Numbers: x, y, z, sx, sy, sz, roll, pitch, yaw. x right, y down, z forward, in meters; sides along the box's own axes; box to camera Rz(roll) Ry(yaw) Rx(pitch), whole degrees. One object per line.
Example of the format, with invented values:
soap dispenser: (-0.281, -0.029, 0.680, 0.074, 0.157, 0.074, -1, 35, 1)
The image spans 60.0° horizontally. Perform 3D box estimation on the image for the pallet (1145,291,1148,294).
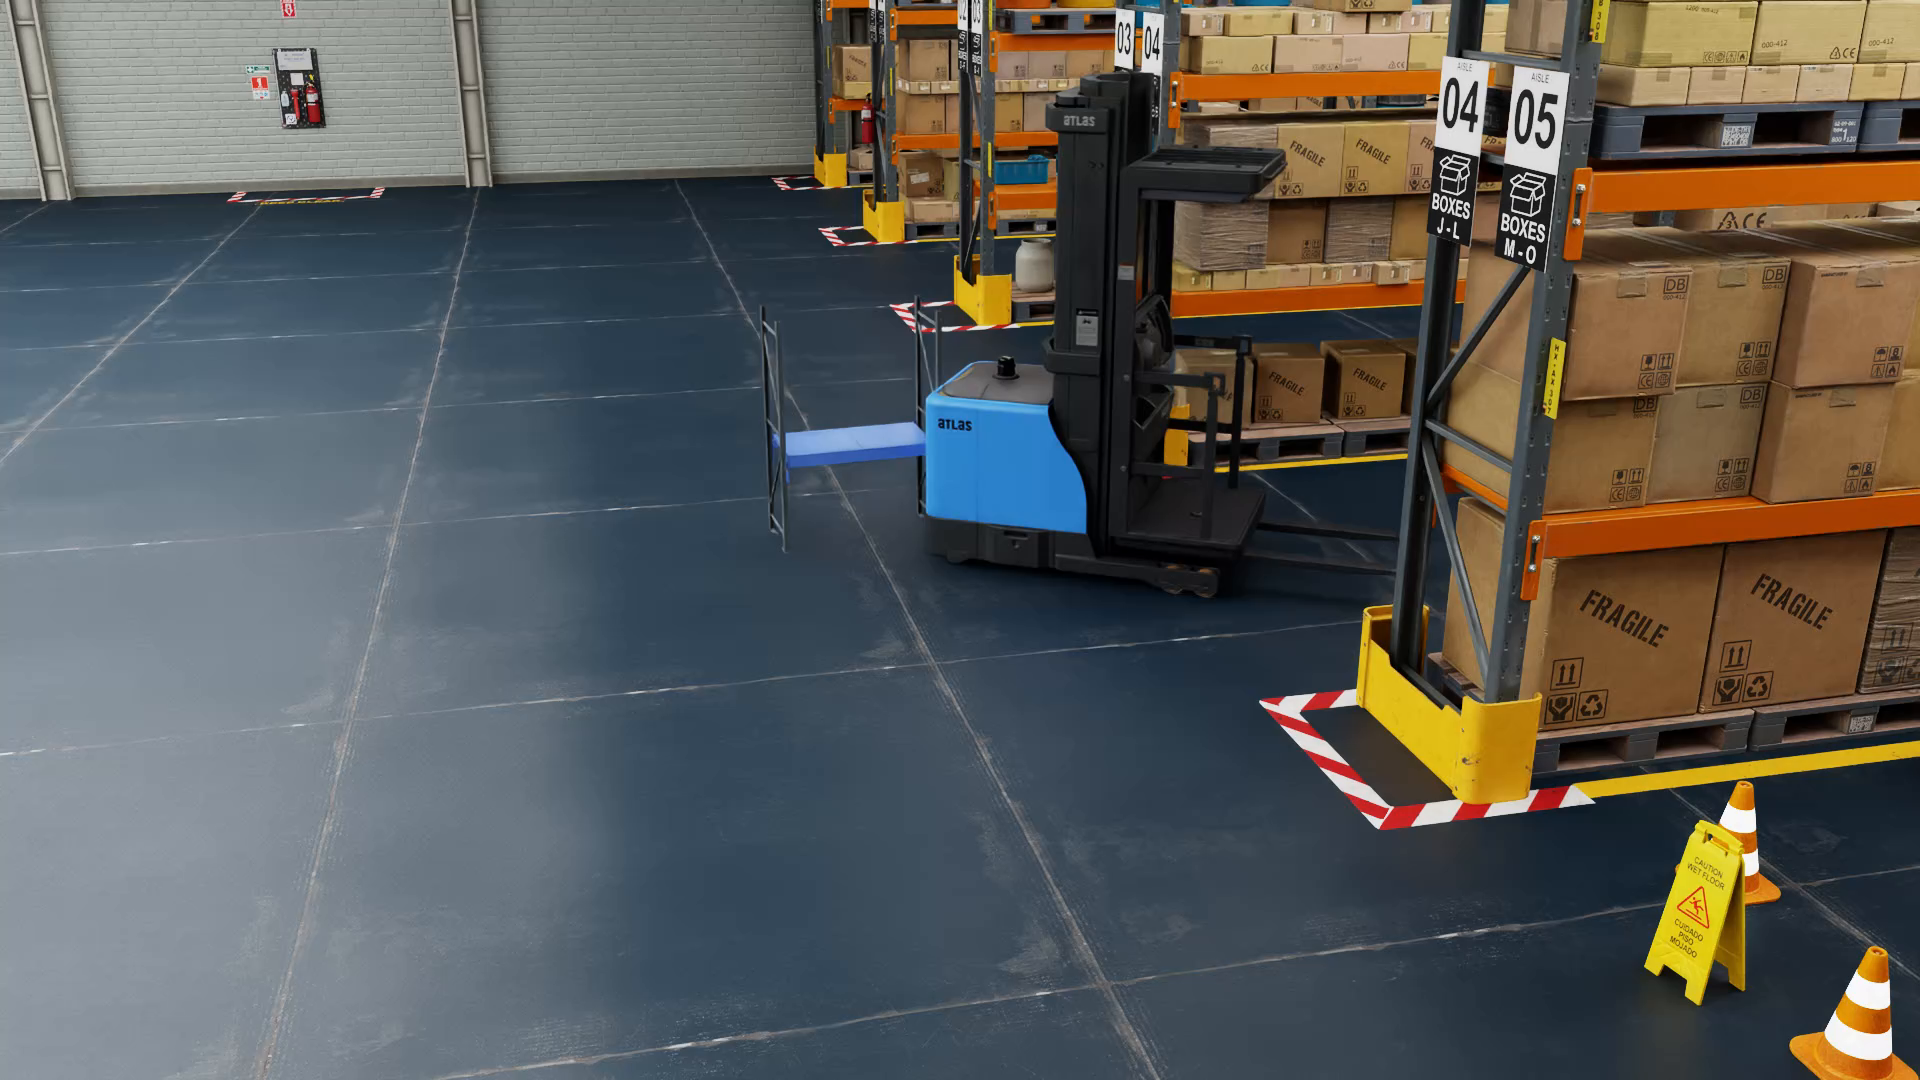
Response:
pallet: (2.204, -2.610, 17.634, 1.213, 0.211, 1.003, -5, 21, -12)

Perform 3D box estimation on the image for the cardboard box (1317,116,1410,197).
cardboard box: (2.877, -2.768, 11.978, 0.500, 0.500, 0.500, -5, 21, -12)

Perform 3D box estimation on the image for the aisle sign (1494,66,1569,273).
aisle sign: (2.347, -1.529, 6.847, 0.004, 0.787, 0.394, -5, 21, -12)

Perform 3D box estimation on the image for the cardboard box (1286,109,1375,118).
cardboard box: (2.755, -2.945, 12.461, 0.500, 0.500, 0.500, -5, 21, -12)

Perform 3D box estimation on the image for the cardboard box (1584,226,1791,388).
cardboard box: (3.231, -1.082, 7.620, 0.550, 0.550, 0.875, -5, 21, -12)

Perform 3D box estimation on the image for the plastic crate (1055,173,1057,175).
plastic crate: (1.109, -3.579, 16.609, 0.250, 0.136, 0.298, -5, 21, -12)

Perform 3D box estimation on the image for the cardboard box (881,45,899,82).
cardboard box: (-1.098, -7.320, 25.536, 0.500, 0.500, 0.500, -5, 21, -12)

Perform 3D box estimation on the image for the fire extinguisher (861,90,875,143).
fire extinguisher: (-1.194, -5.508, 21.603, 0.183, 0.674, 0.296, -5, 21, -12)

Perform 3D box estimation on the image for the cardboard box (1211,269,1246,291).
cardboard box: (1.884, -1.920, 12.061, 0.250, 0.149, 0.380, -5, 21, -12)

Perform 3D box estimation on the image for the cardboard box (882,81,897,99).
cardboard box: (-1.065, -6.974, 25.680, 0.500, 0.250, 0.500, -5, 21, -14)

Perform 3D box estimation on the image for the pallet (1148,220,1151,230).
pallet: (2.137, -4.357, 22.401, 1.213, 0.211, 1.003, -5, 21, -12)

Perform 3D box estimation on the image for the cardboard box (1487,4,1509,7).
cardboard box: (4.068, -3.909, 12.403, 0.250, 0.149, 0.380, -4, 21, -11)

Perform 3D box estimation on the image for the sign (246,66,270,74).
sign: (-10.441, -6.997, 24.733, 0.331, 0.109, 0.001, -5, 21, -12)

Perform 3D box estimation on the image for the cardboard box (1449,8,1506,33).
cardboard box: (3.666, -3.696, 11.820, 0.250, 0.149, 0.380, -4, 20, -10)

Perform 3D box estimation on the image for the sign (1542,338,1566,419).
sign: (2.469, -0.671, 6.913, 0.005, 0.325, 0.100, -5, 21, -12)

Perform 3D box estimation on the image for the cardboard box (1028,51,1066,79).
cardboard box: (1.025, -6.215, 21.388, 0.500, 0.500, 0.700, -5, 21, -12)

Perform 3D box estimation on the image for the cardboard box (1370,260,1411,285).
cardboard box: (3.119, -1.993, 12.260, 0.250, 0.149, 0.380, -5, 21, -12)

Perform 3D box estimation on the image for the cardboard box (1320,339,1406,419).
cardboard box: (3.103, -1.252, 12.894, 0.500, 0.500, 0.500, -3, 20, -7)

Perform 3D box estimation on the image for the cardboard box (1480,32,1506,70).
cardboard box: (3.808, -3.533, 11.957, 0.500, 0.250, 0.500, -5, 21, -13)

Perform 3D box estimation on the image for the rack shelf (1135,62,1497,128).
rack shelf: (3.251, -3.311, 12.178, 4.000, 0.370, 1.077, -5, 21, -12)

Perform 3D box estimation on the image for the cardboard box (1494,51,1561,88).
cardboard box: (2.593, -2.088, 7.403, 0.250, 0.149, 0.380, -5, 21, -13)

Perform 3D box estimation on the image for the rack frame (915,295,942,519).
rack frame: (-0.204, -0.803, 10.825, 0.032, 1.500, 0.500, -6, 21, -17)

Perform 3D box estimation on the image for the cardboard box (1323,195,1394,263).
cardboard box: (2.801, -2.408, 12.450, 0.500, 0.500, 0.875, -5, 21, -12)

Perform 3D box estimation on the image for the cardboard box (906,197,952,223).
cardboard box: (-0.399, -4.273, 21.504, 0.500, 0.250, 0.500, -5, 21, -12)

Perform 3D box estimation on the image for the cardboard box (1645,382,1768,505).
cardboard box: (3.228, -0.580, 7.818, 0.550, 0.550, 0.875, -5, 21, -12)

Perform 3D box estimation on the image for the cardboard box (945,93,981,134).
cardboard box: (-0.004, -5.521, 21.381, 0.500, 0.500, 0.700, -4, 21, -11)

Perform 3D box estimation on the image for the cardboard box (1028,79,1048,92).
cardboard box: (0.956, -5.830, 21.282, 0.250, 0.149, 0.380, -4, 21, -12)

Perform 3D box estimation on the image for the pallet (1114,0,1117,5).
pallet: (2.097, -7.006, 21.347, 1.213, 0.211, 1.003, -5, 21, -12)

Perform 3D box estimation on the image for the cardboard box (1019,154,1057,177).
cardboard box: (1.062, -4.743, 21.697, 0.500, 0.500, 0.500, -5, 21, -12)

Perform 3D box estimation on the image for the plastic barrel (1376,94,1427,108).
plastic barrel: (4.503, -4.221, 17.249, 0.708, 0.901, 0.600, -5, 21, -12)

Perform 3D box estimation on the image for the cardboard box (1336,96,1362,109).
cardboard box: (5.184, -5.940, 22.525, 0.500, 0.500, 0.500, -6, 21, -15)

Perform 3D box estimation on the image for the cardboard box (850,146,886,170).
cardboard box: (-1.421, -6.025, 26.171, 0.500, 0.311, 0.500, -7, 21, -19)

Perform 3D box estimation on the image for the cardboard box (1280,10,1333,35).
cardboard box: (2.399, -3.599, 11.556, 0.250, 0.149, 0.380, -4, 20, -10)

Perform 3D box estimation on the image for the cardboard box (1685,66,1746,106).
cardboard box: (3.002, -1.889, 6.859, 0.250, 0.149, 0.380, -4, 21, -12)

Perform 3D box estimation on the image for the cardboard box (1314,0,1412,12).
cardboard box: (2.811, -3.939, 11.542, 0.500, 0.500, 0.500, -5, 21, -13)

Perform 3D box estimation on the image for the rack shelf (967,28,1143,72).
rack shelf: (2.111, -4.969, 16.704, 4.000, 0.370, 1.077, -5, 21, -12)

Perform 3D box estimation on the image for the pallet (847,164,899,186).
pallet: (-1.243, -5.806, 26.356, 1.213, 0.211, 1.003, -5, 21, -12)

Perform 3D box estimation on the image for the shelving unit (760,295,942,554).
shelving unit: (-0.689, -0.749, 10.680, 1.048, 1.500, 0.538, -6, 21, -17)

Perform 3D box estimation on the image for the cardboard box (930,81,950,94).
cardboard box: (-0.284, -5.731, 21.010, 0.250, 0.149, 0.380, -5, 21, -14)

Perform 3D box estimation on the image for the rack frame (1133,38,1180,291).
rack frame: (1.304, -2.082, 12.138, 0.127, 3.000, 1.000, -5, 21, -12)

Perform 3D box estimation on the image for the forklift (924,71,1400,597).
forklift: (1.349, -1.240, 9.939, 3.031, 2.935, 1.130, 6, 21, 17)

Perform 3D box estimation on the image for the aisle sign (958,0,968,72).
aisle sign: (0.026, -5.055, 16.473, 0.004, 0.787, 0.394, -5, 21, -12)

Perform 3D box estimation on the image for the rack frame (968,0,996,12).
rack frame: (0.164, -6.557, 15.632, 0.127, 3.000, 1.000, -5, 21, -12)

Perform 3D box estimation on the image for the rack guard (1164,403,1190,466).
rack guard: (1.378, -0.915, 12.584, 0.348, 0.500, 1.175, -5, 21, -12)

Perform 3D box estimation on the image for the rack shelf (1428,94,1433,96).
rack shelf: (7.616, -7.510, 28.001, 4.000, 0.370, 1.077, -5, 21, -12)

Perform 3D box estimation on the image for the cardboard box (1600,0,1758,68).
cardboard box: (2.876, -2.088, 6.823, 0.500, 0.250, 0.500, -5, 21, -13)

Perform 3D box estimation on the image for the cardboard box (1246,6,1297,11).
cardboard box: (2.263, -3.801, 12.109, 0.250, 0.149, 0.380, -5, 21, -12)
